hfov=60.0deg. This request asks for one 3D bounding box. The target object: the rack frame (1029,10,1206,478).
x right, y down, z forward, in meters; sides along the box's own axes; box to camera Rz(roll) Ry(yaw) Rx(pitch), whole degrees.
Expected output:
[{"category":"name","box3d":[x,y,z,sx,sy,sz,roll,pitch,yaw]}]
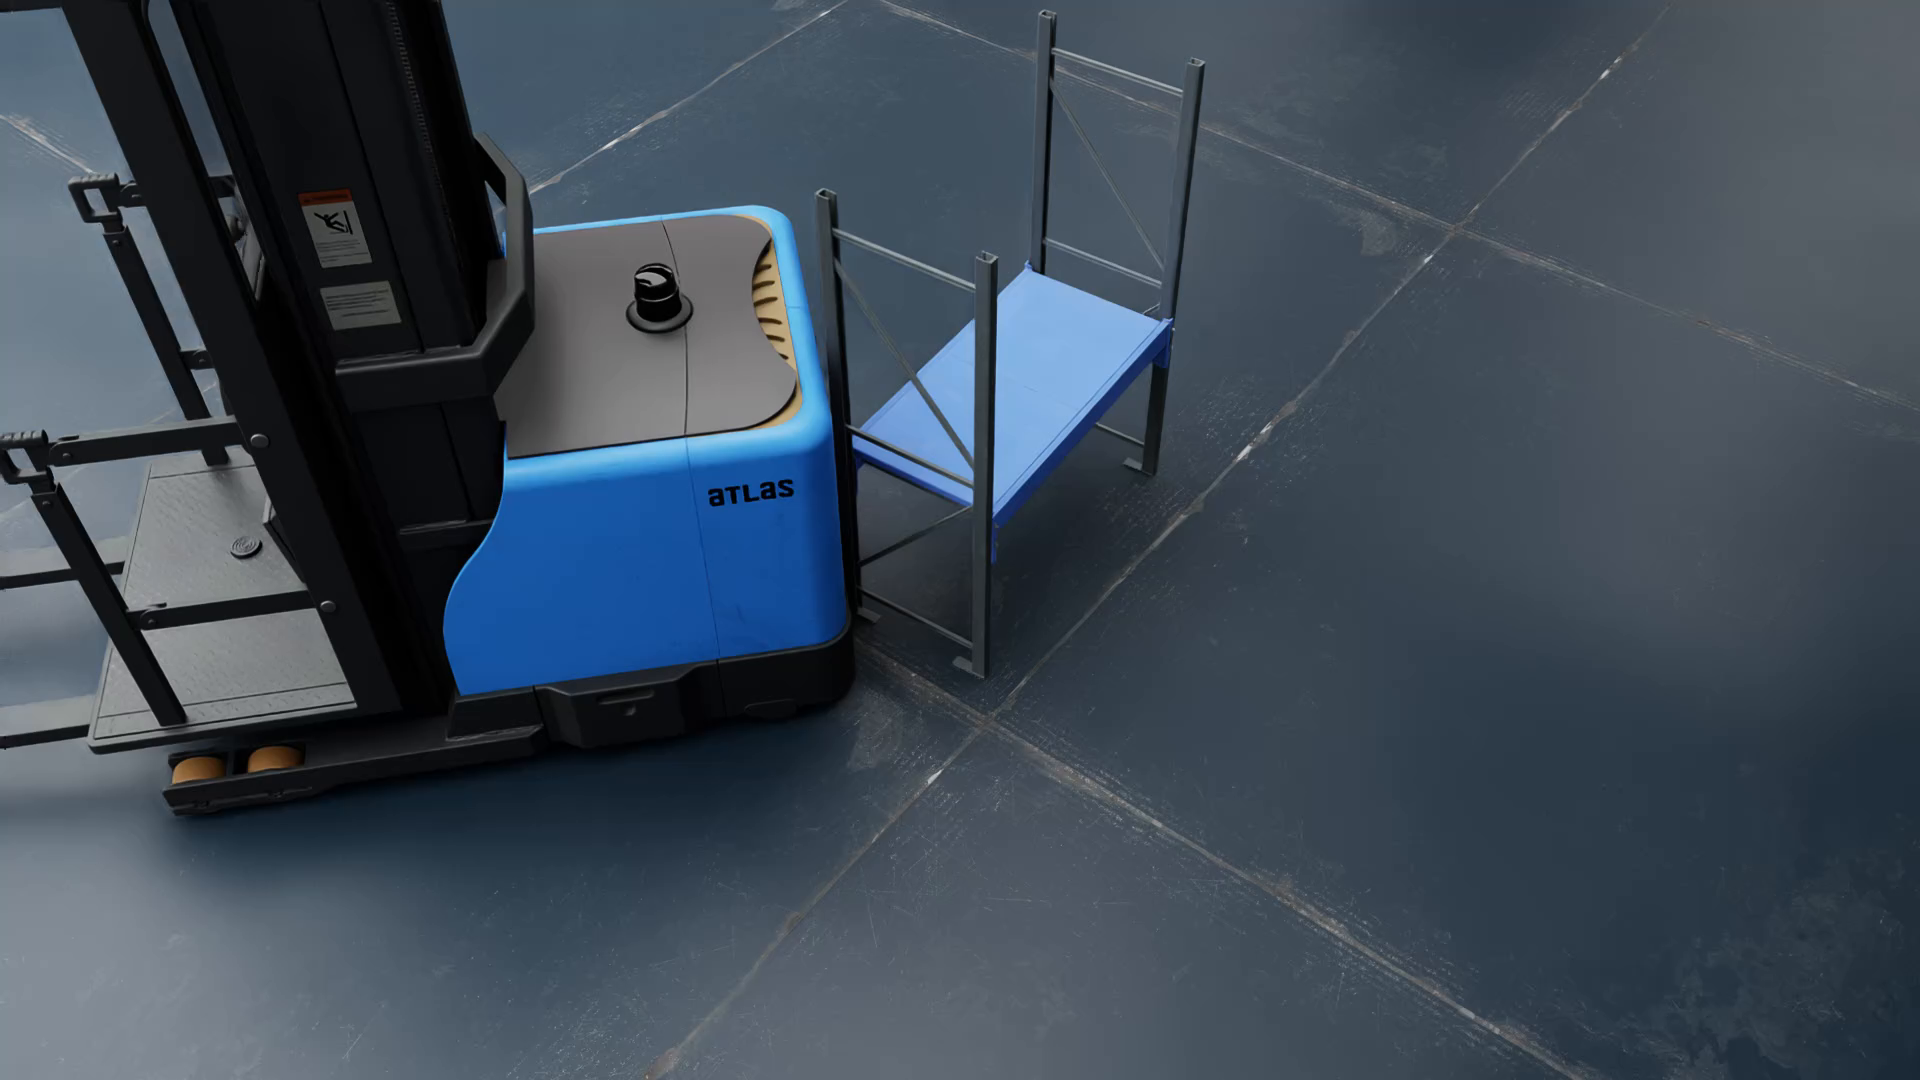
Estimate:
[{"category":"rack frame","box3d":[0.430,-0.831,5.007,0.500,1.500,0.032,25,51,22]}]

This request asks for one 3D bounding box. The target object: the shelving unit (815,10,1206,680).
[{"category":"shelving unit","box3d":[0.150,-0.524,4.714,0.538,1.500,1.048,25,51,22]}]

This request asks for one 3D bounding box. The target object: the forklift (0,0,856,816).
[{"category":"forklift","box3d":[-1.869,-0.685,3.877,3.031,2.935,1.130,-8,47,-7]}]

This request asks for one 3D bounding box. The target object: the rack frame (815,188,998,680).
[{"category":"rack frame","box3d":[-0.130,-0.217,4.421,0.500,1.500,0.032,25,51,22]}]

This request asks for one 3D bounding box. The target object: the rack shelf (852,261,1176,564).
[{"category":"rack shelf","box3d":[0.150,-0.400,4.844,0.538,0.185,1.000,25,51,22]}]
